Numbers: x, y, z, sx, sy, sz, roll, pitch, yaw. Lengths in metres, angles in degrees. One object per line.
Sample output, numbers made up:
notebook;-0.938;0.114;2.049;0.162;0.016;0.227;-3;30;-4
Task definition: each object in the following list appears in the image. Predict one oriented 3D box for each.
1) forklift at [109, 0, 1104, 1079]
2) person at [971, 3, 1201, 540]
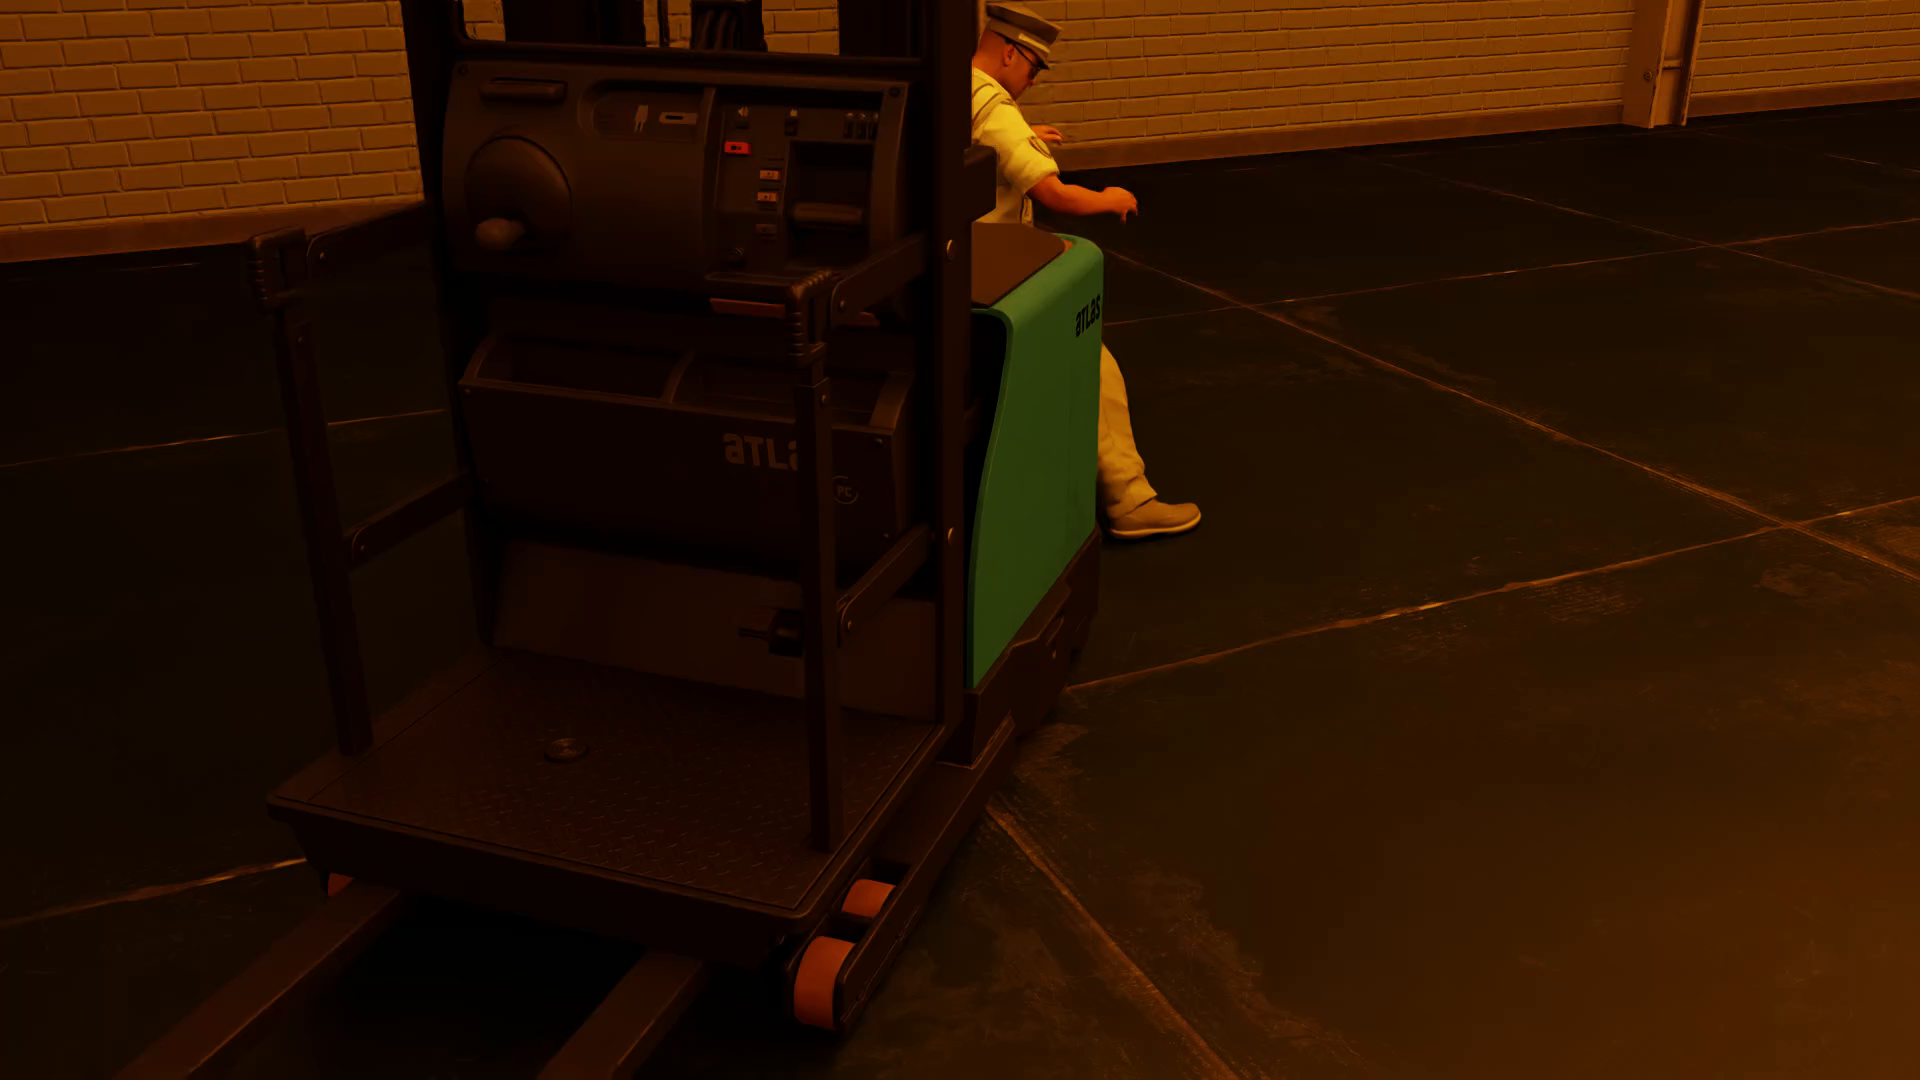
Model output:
forklift;-0.606;-0.650;2.852;1.130;2.935;3.031;8;24;18
person;0.201;-0.914;5.298;0.743;1.538;1.278;-9;24;-20
